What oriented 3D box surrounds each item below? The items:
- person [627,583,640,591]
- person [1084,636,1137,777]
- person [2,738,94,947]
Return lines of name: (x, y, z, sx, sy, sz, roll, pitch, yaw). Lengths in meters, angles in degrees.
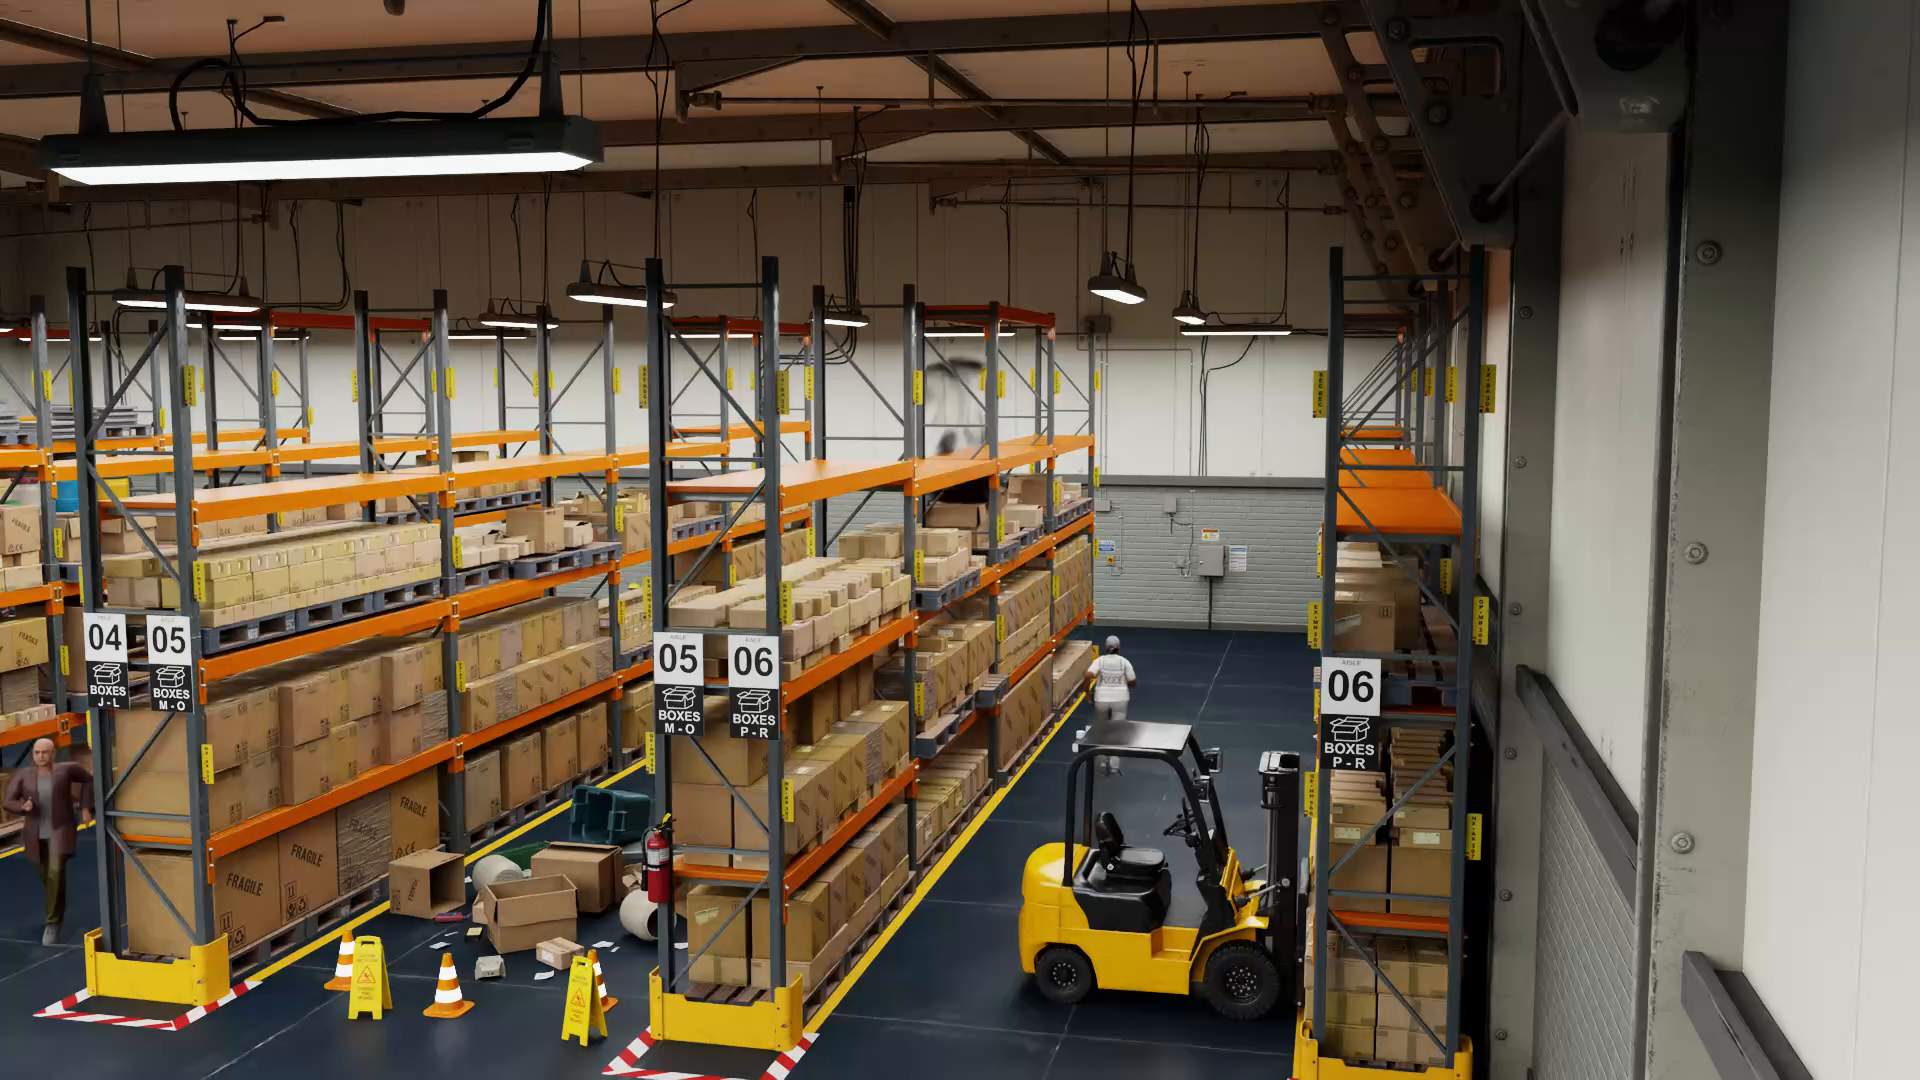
person: (-5.303, 1.563, 27.149, 0.714, 1.733, 0.791, 1, 6, 9)
person: (1.819, 2.039, 20.057, 0.616, 1.765, 0.720, 1, 6, 12)
person: (-8.388, 2.714, 15.328, 0.680, 1.822, 0.977, -1, 6, -14)
